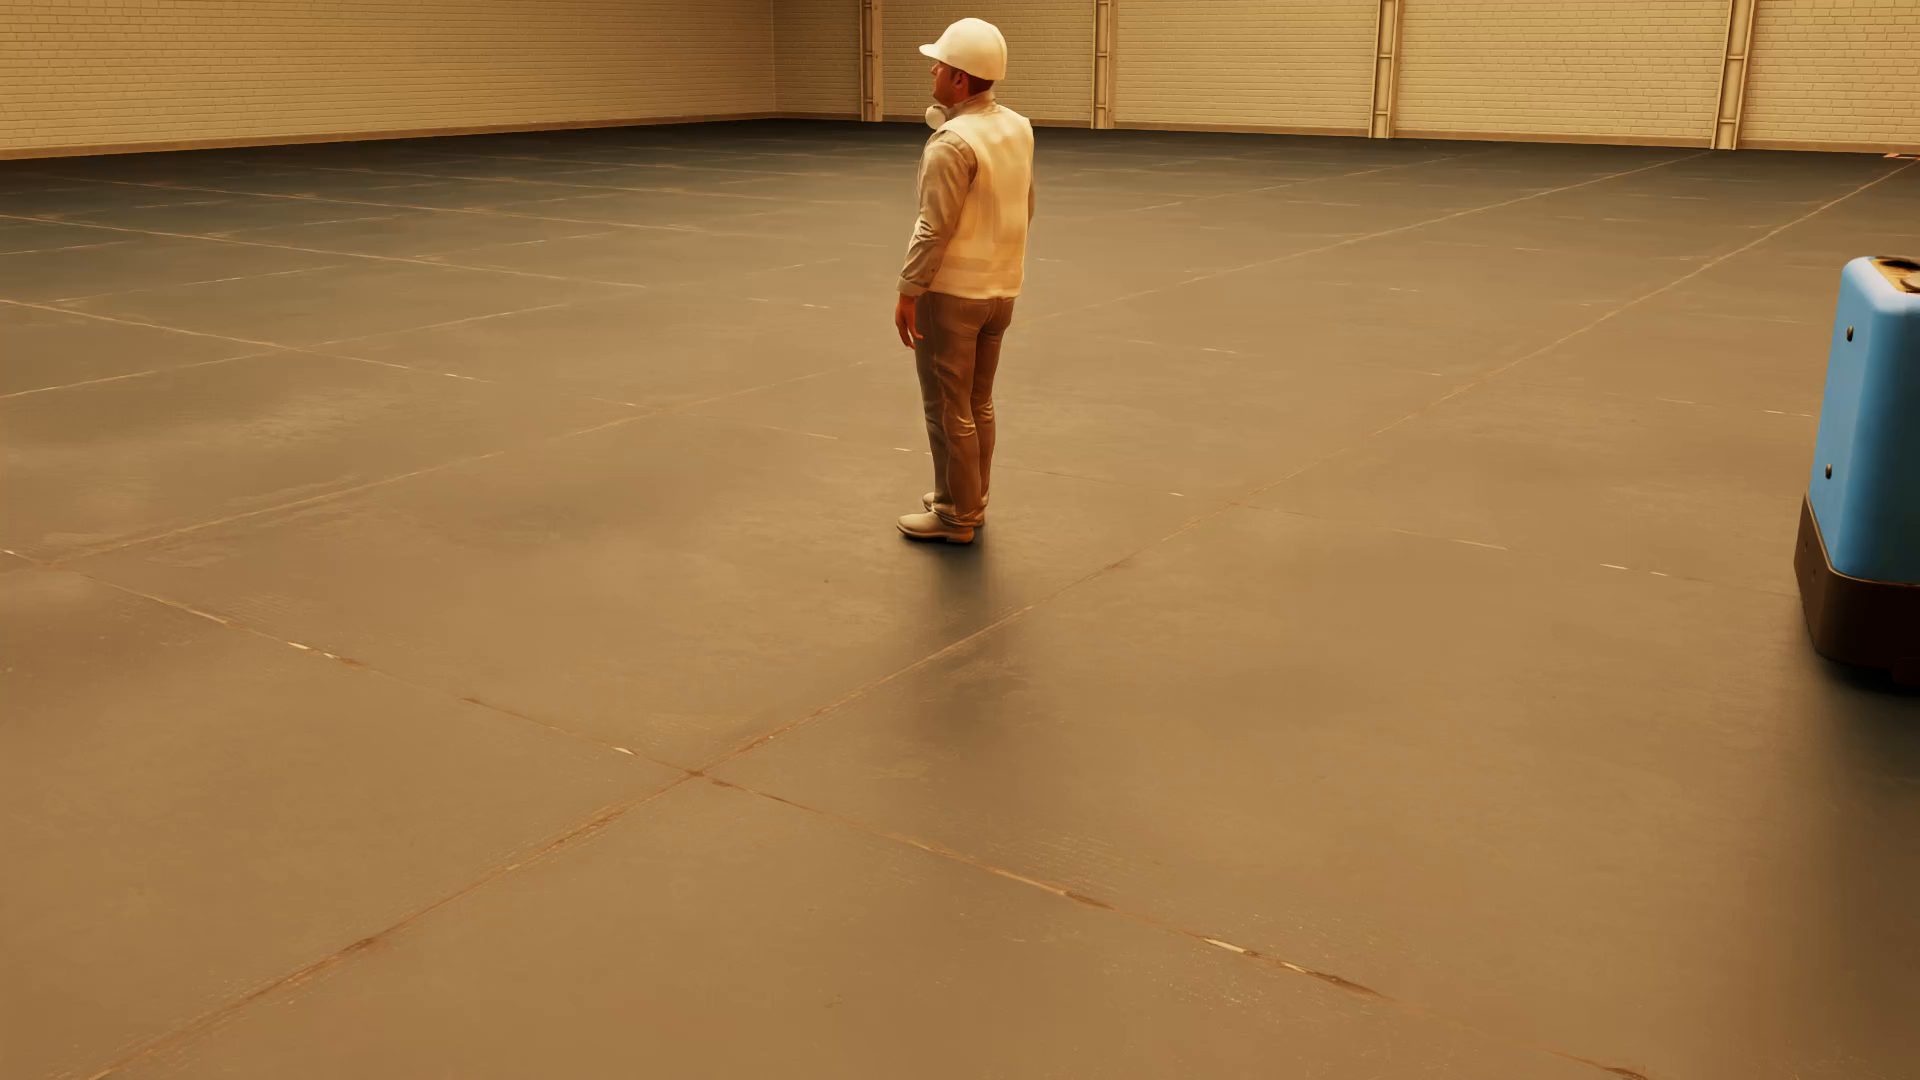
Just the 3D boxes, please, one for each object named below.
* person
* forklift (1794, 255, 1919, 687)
[{"bbox_3d":[-0.046,-0.869,5.732,0.568,1.773,0.632,11,20,33],"label":"person"},{"bbox_3d":[3.968,-0.980,4.109,3.031,2.935,1.130,7,18,21],"label":"forklift"}]
